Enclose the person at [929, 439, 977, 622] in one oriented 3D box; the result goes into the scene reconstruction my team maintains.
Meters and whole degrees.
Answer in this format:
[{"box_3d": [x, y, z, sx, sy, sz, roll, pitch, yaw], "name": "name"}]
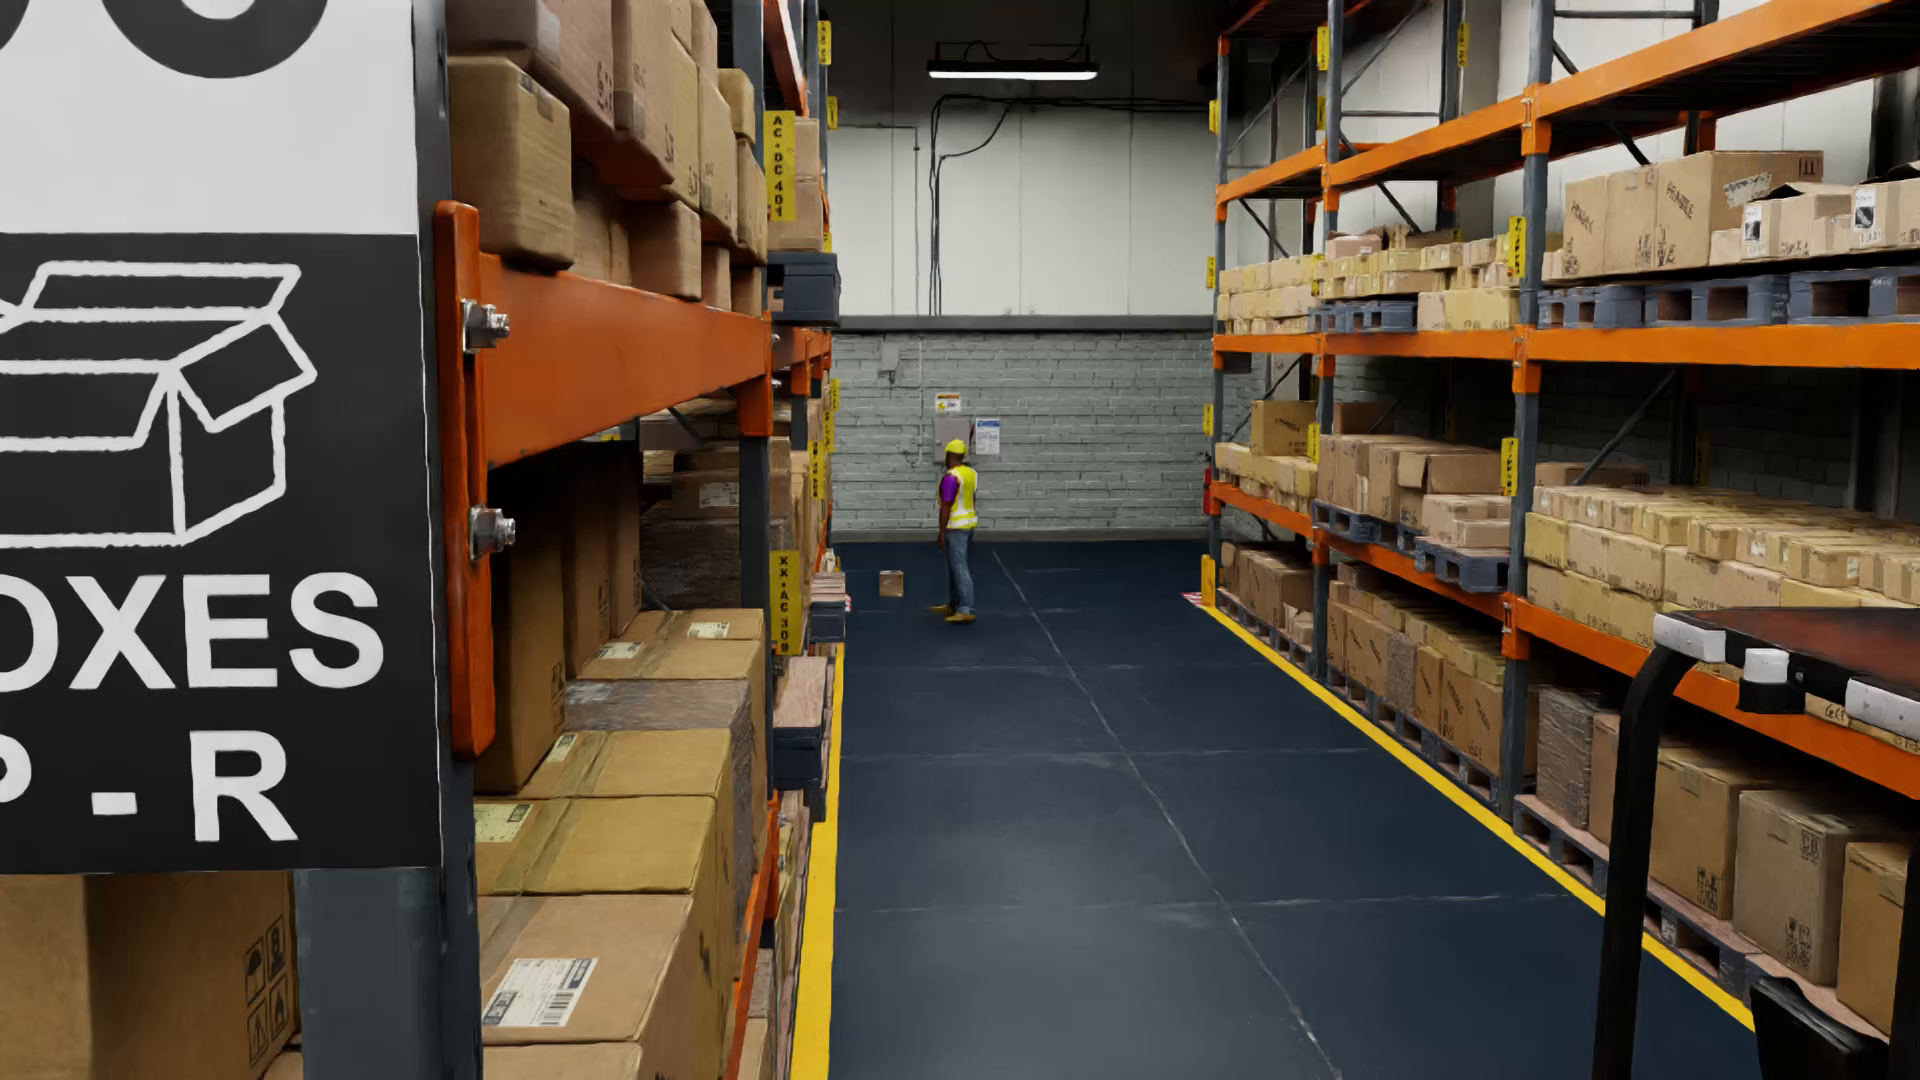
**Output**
[{"box_3d": [-0.077, -0.110, 16.350, 0.572, 1.763, 0.675, 3, 7, 21], "name": "person"}]
